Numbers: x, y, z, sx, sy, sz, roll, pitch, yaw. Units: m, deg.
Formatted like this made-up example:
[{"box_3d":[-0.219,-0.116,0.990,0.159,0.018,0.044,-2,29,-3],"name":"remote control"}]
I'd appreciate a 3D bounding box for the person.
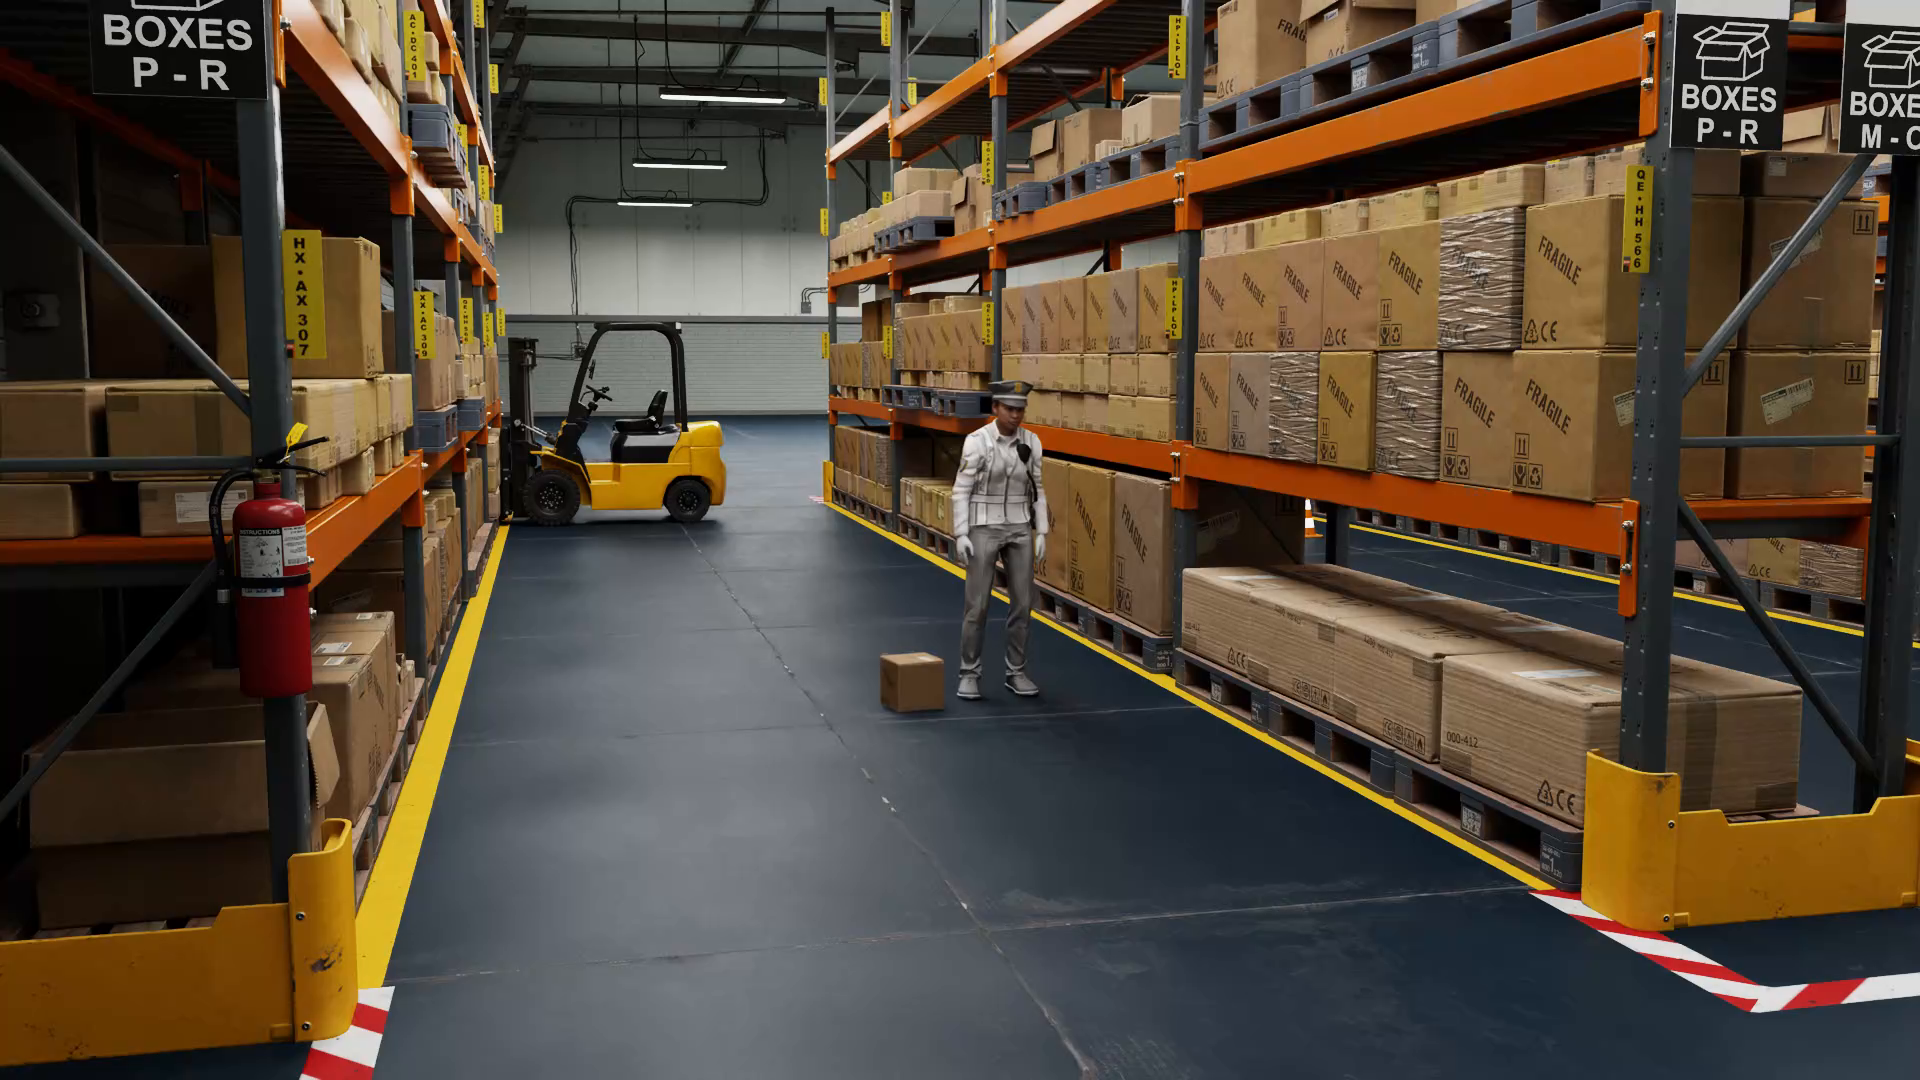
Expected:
[{"box_3d":[0.224,-0.011,8.770,0.535,1.662,0.344,-2,7,-17],"name":"person"}]
